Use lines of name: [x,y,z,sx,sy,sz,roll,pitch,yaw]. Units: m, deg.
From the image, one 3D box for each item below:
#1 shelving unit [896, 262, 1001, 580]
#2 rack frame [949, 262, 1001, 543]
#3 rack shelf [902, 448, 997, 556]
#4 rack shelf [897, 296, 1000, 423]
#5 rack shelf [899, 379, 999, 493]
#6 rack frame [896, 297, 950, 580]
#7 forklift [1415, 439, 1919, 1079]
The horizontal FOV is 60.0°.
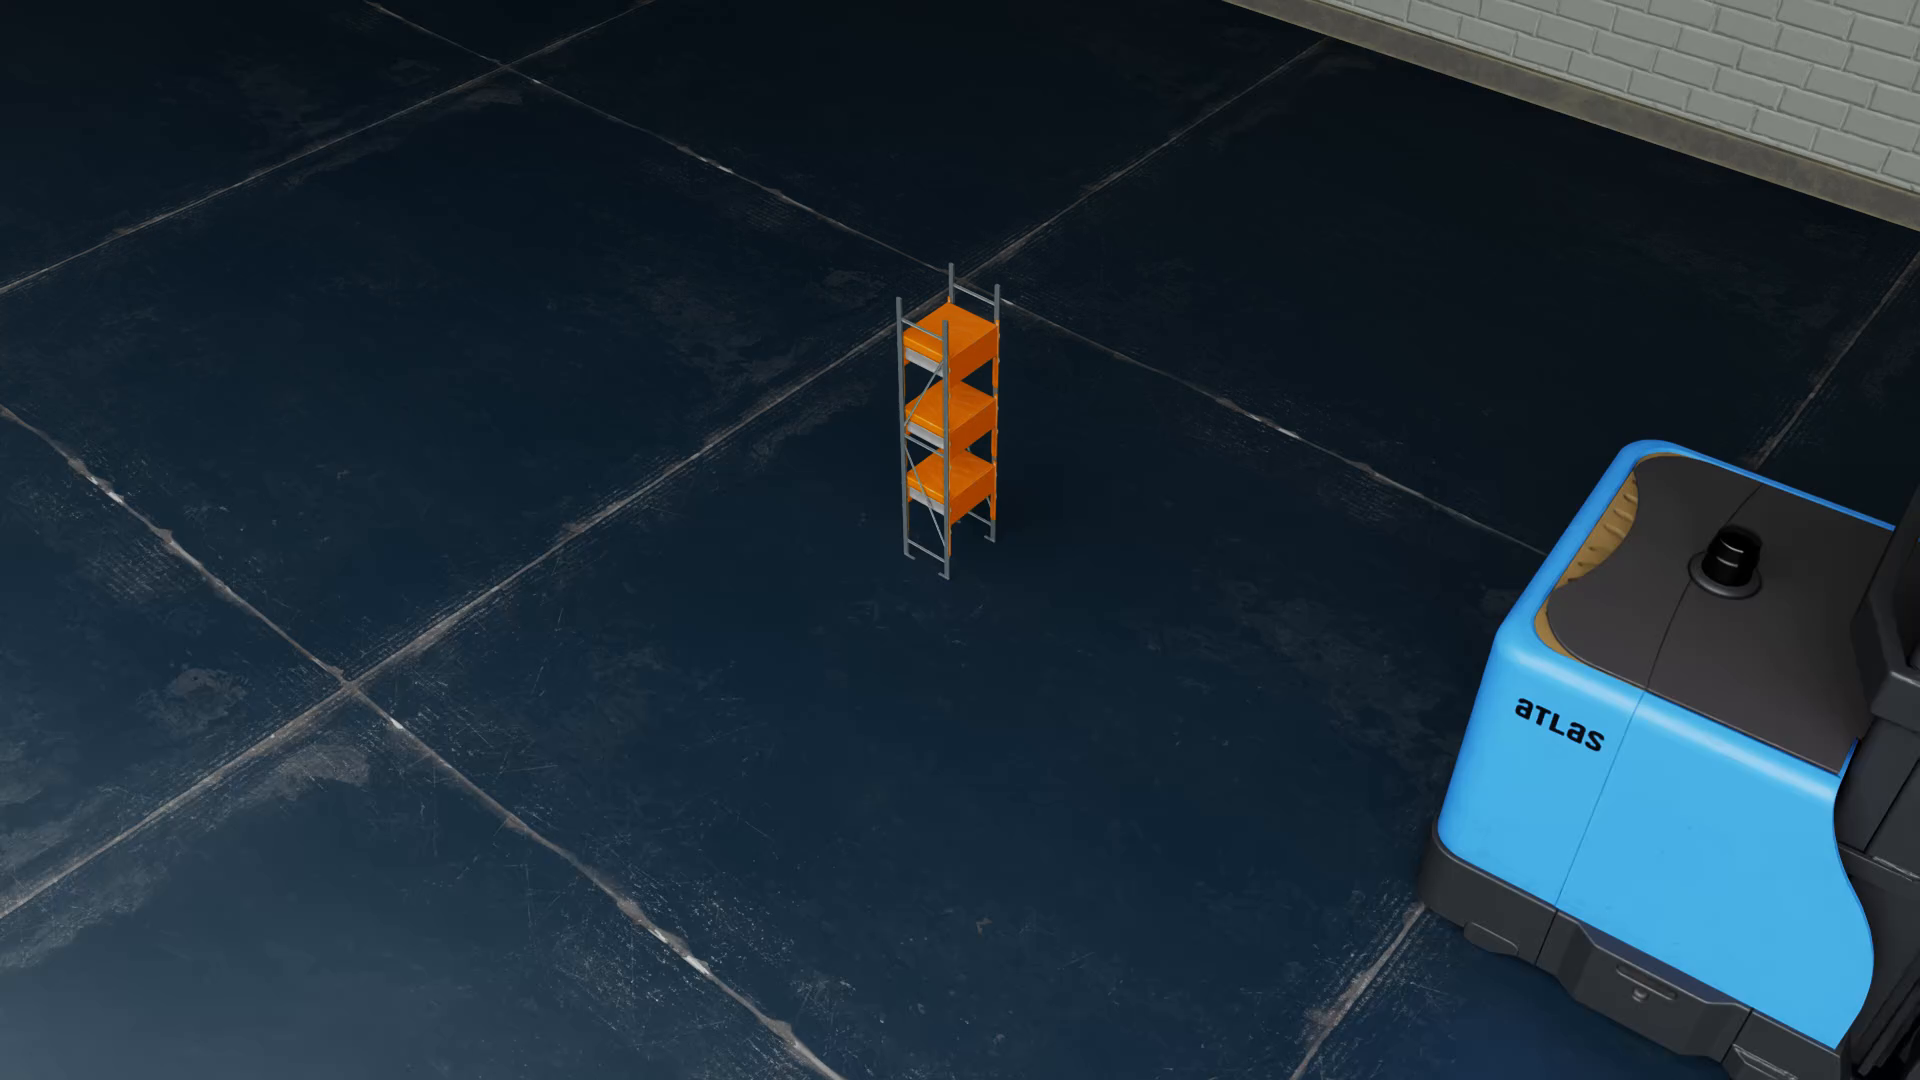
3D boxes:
shelving unit: [-0.034,-0.361,5.367,0.215,1.050,0.252,29,50,28]
rack frame: [0.044,-0.424,5.436,0.200,1.050,0.008,29,50,28]
rack shelf: [-0.034,-0.147,5.561,0.215,0.259,0.240,29,50,28]
rack shelf: [-0.034,-0.563,5.183,0.215,0.259,0.240,29,50,28]
rack shelf: [-0.034,-0.353,5.374,0.215,0.259,0.240,29,50,28]
rack frame: [-0.113,-0.298,5.297,0.200,1.050,0.008,29,50,28]
forklift: [2.748,0.259,3.286,3.031,2.935,1.130,26,48,26]
